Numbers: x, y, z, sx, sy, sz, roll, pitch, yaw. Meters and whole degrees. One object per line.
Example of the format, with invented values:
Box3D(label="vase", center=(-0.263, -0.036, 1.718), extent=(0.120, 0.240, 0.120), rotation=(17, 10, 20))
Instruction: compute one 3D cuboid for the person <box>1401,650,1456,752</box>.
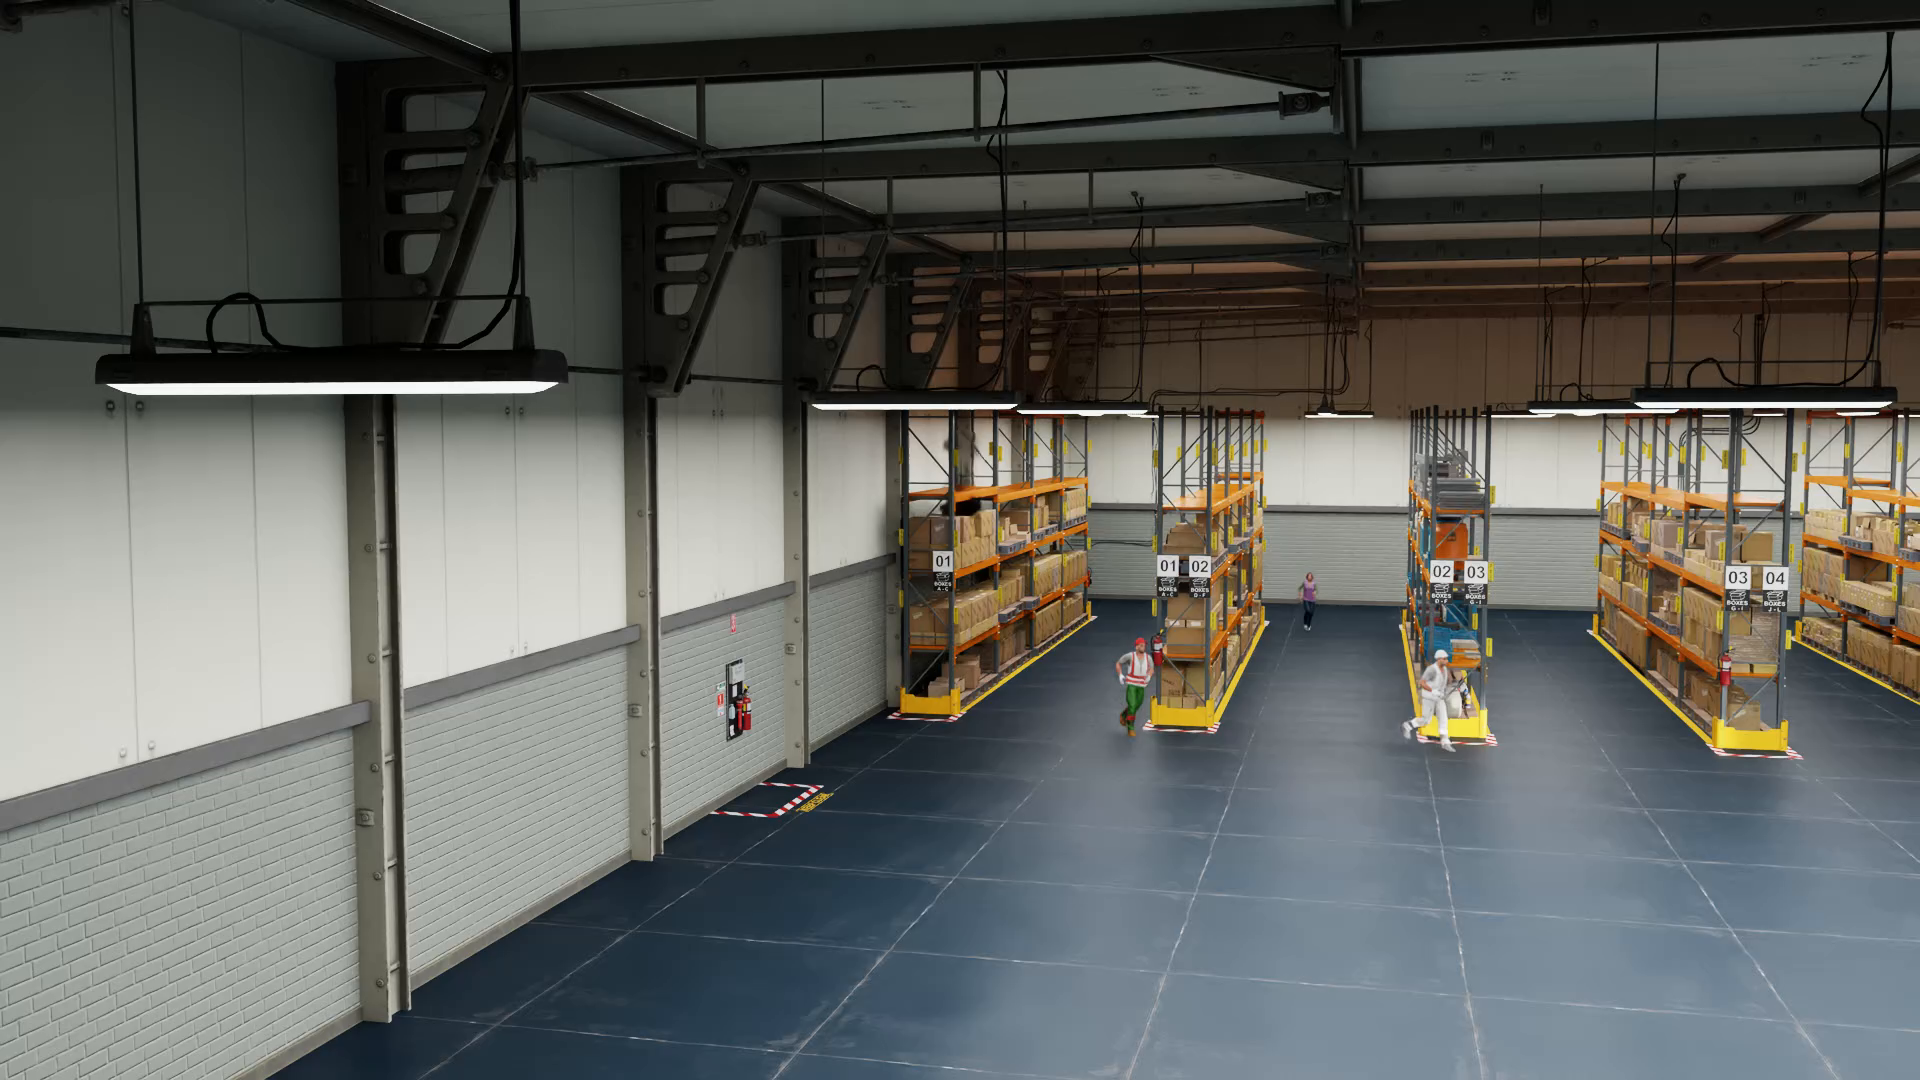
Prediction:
Box3D(label="person", center=(8.213, 2.762, 28.965), extent=(0.689, 1.742, 1.100), rotation=(-4, 6, -42))

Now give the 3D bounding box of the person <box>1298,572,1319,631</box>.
Box3D(label="person", center=(9.489, 1.677, 45.238), extent=(0.505, 1.592, 0.662), rotation=(0, 4, -2))

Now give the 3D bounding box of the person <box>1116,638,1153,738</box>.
Box3D(label="person", center=(3.221, 2.674, 30.475), extent=(0.707, 1.779, 0.873), rotation=(-1, 4, -16))
